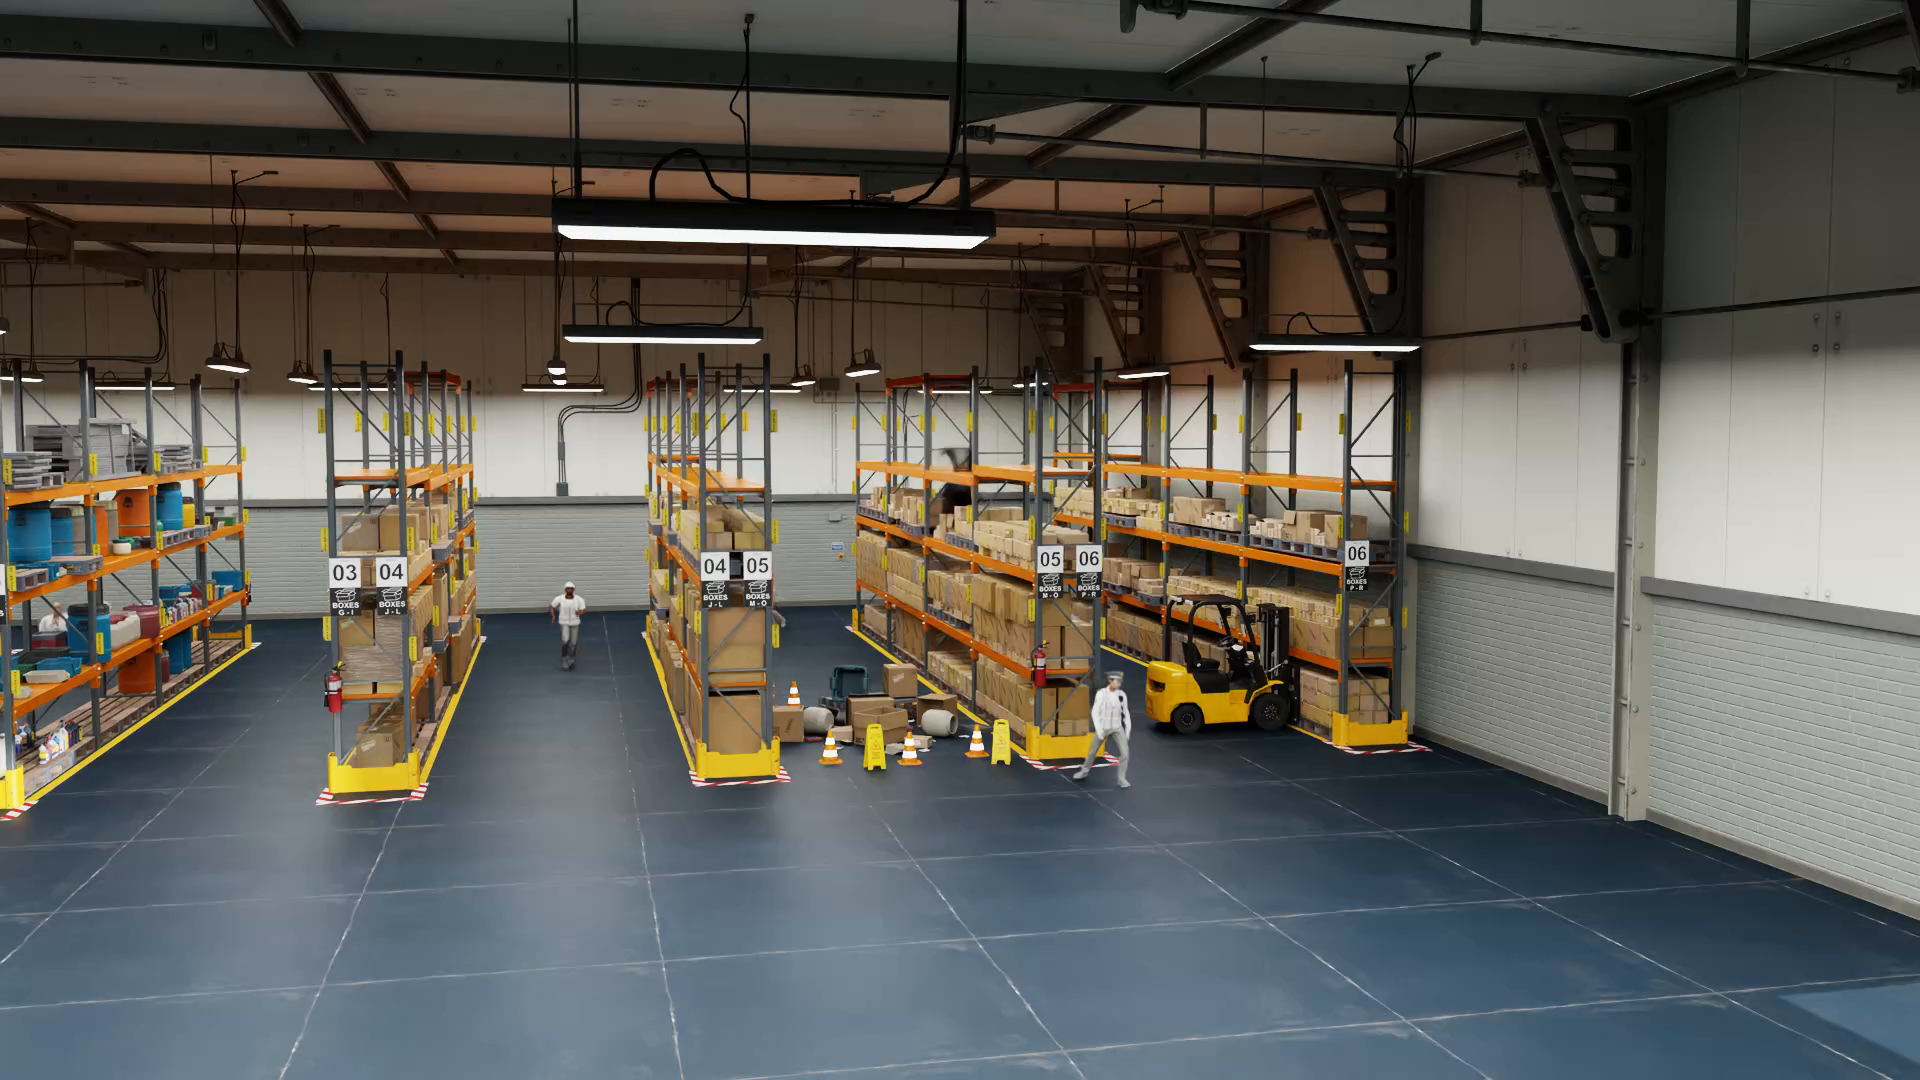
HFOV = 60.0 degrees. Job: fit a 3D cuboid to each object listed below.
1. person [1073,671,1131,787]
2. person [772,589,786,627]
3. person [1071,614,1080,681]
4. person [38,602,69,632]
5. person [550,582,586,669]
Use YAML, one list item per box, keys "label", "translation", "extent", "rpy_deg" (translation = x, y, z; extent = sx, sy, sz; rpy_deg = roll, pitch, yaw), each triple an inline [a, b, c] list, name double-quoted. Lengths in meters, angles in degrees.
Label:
- label: "person"
  translation: [1.981, 2.595, 23.121]
  extent: [0.766, 1.605, 0.689]
  rpy_deg: [0, 4, -7]
- label: "person"
  translation: [-4.656, 1.350, 40.639]
  extent: [0.758, 1.644, 0.647]
  rpy_deg: [-2, 4, -23]
- label: "person"
  translation: [2.015, 1.988, 31.676]
  extent: [0.613, 1.600, 0.861]
  rpy_deg: [-1, 4, -16]
- label: "person"
  translation: [-16.716, 2.002, 30.827]
  extent: [0.686, 1.724, 0.680]
  rpy_deg: [-1, 4, -10]
- label: "person"
  translation: [-8.017, 1.752, 34.104]
  extent: [0.691, 1.789, 0.722]
  rpy_deg: [-2, 4, -21]
